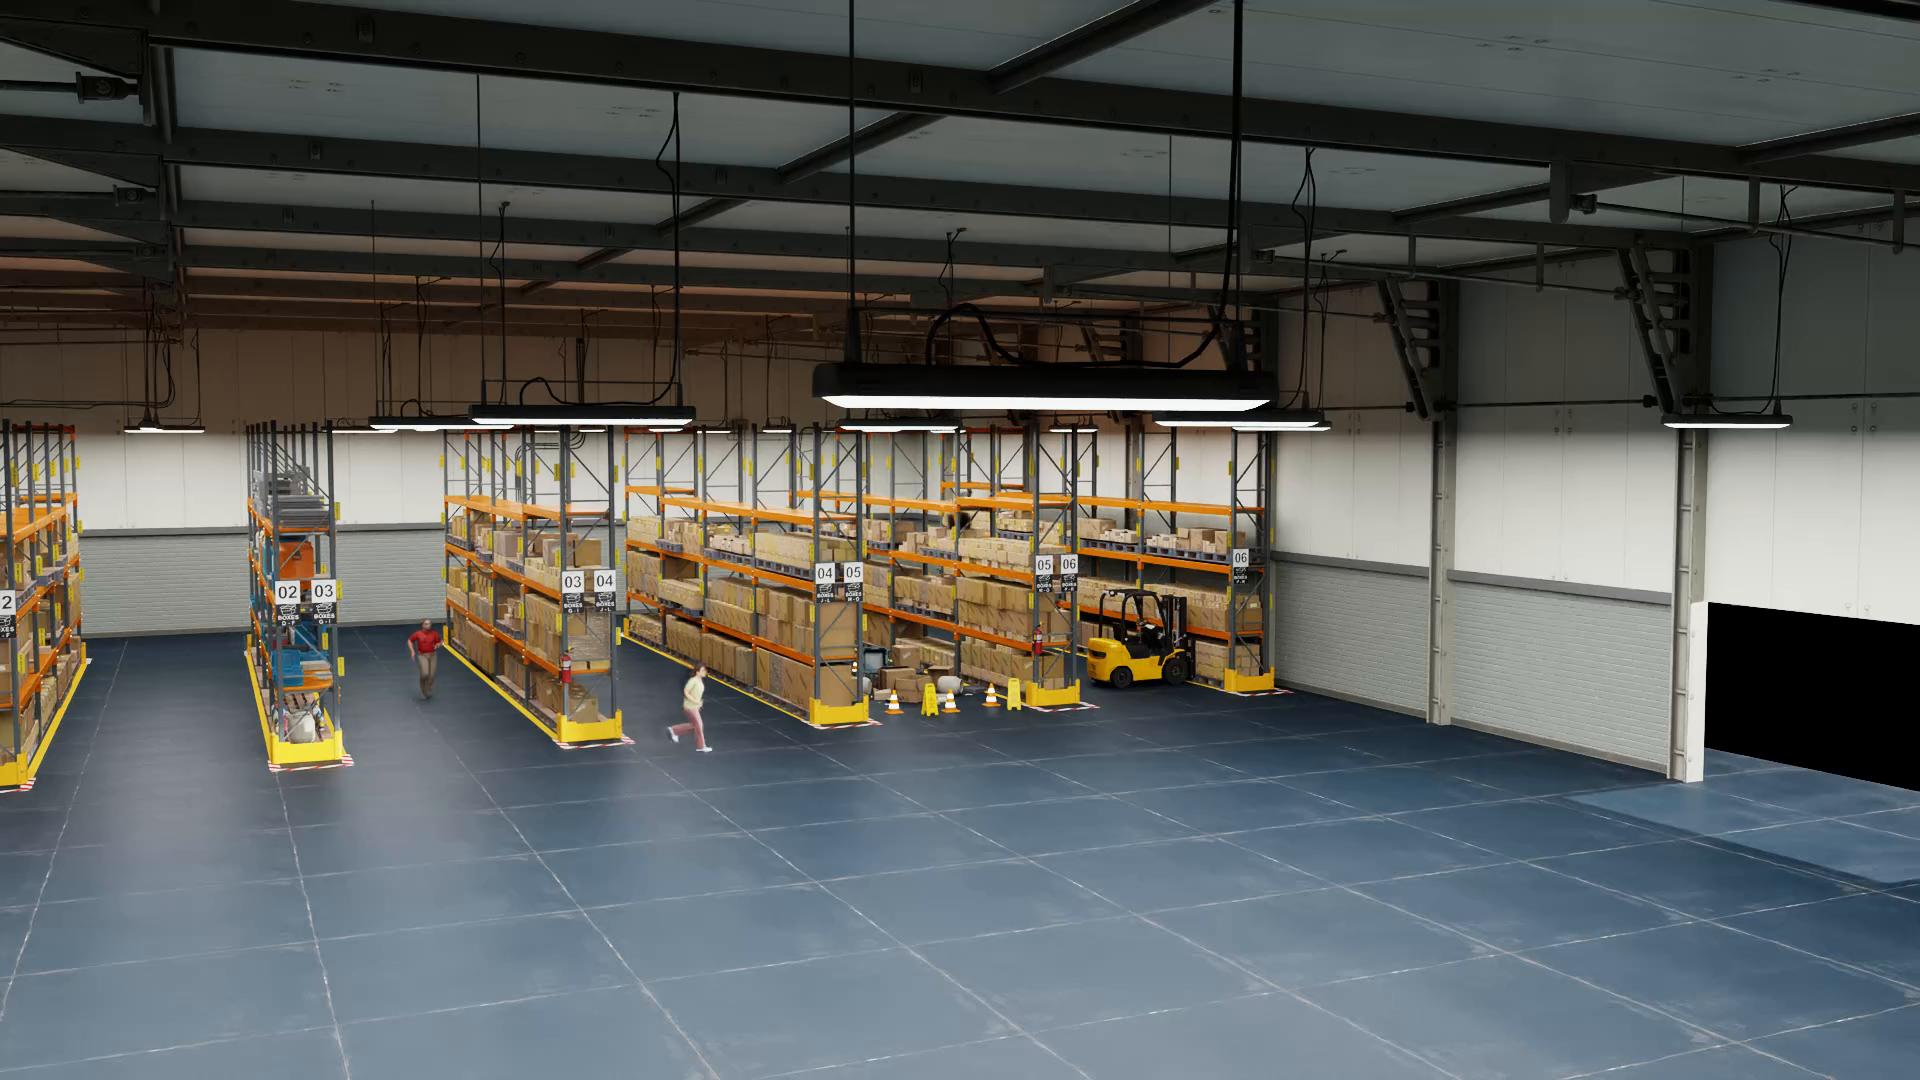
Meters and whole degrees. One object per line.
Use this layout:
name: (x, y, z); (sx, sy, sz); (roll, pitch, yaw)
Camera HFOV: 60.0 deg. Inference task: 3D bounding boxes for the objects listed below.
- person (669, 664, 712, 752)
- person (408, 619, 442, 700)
person: (-4.918, 3.037, 30.074); (0.815, 1.619, 0.568); (1, 4, 19)
person: (-11.604, 2.613, 36.191); (0.658, 1.766, 0.734); (-2, 4, -34)
